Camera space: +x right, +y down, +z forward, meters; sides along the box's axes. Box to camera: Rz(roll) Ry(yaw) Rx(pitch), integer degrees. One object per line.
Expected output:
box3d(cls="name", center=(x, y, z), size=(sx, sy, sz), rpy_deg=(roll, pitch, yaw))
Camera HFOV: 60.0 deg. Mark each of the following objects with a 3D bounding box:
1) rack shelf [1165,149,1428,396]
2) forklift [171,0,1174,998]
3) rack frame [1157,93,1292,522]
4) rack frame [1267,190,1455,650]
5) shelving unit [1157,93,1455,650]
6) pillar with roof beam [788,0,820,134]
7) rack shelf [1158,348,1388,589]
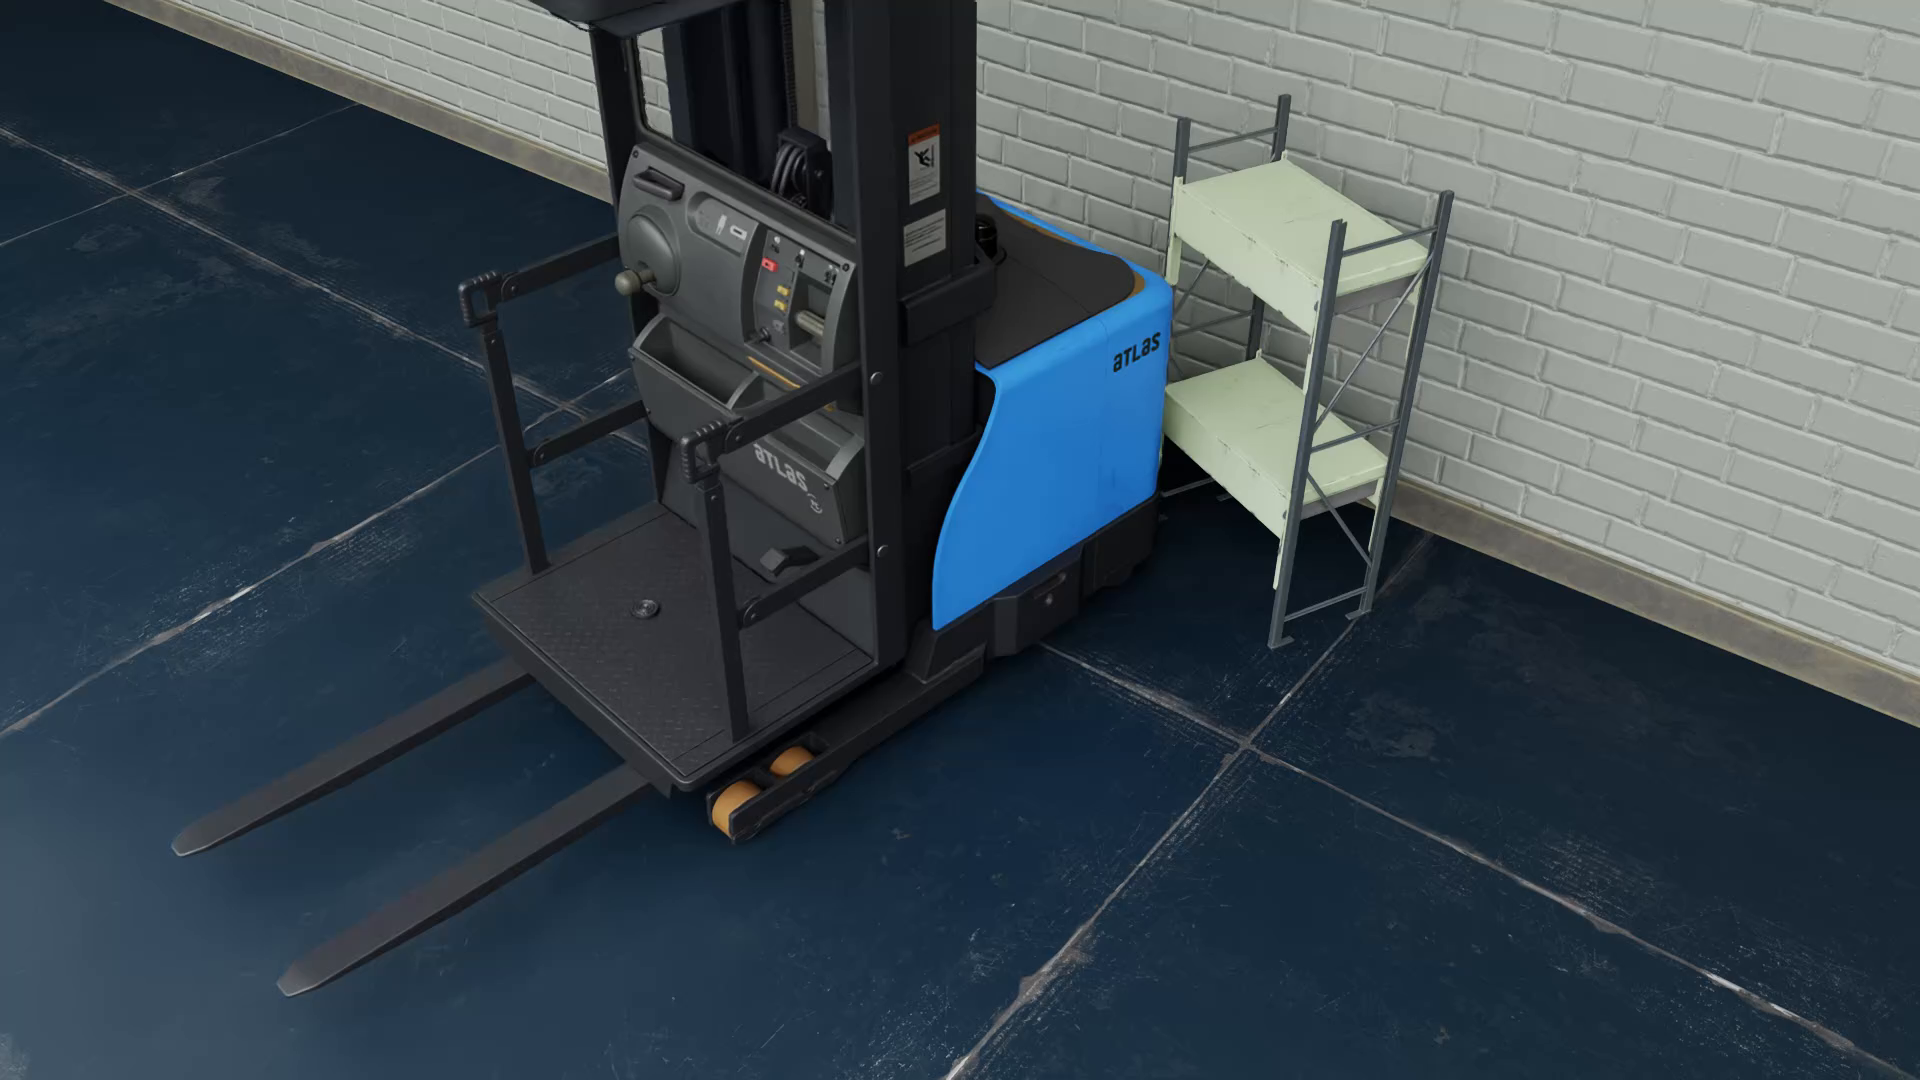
box3d(cls="rack shelf", center=(0.993, -0.810, 4.935), size=(0.431, 0.370, 0.720), rpy_deg=(-18, 42, -22))
box3d(cls="forklift", center=(-0.751, -0.675, 4.234), size=(3.031, 2.935, 1.130), rpy_deg=(-31, 47, -33))
box3d(cls="rack frame", center=(0.823, -0.702, 5.430), size=(0.400, 1.500, 0.023), rpy_deg=(-18, 42, -22))
box3d(cls="rack frame", center=(1.164, -0.303, 4.920), size=(0.400, 1.500, 0.023), rpy_deg=(-18, 42, -22))
box3d(cls="shelving unit", center=(0.994, -0.503, 5.175), size=(0.431, 1.500, 0.755), rpy_deg=(-18, 42, -22))
box3d(cls="pillar with roof beam", center=(-3.426, -2.527, 1.678), size=(0.400, 9.000, 9.100), rpy_deg=(25, 45, 29))
box3d(cls="rack shelf", center=(0.994, -0.246, 5.376), size=(0.431, 0.370, 0.720), rpy_deg=(-18, 42, -22))
